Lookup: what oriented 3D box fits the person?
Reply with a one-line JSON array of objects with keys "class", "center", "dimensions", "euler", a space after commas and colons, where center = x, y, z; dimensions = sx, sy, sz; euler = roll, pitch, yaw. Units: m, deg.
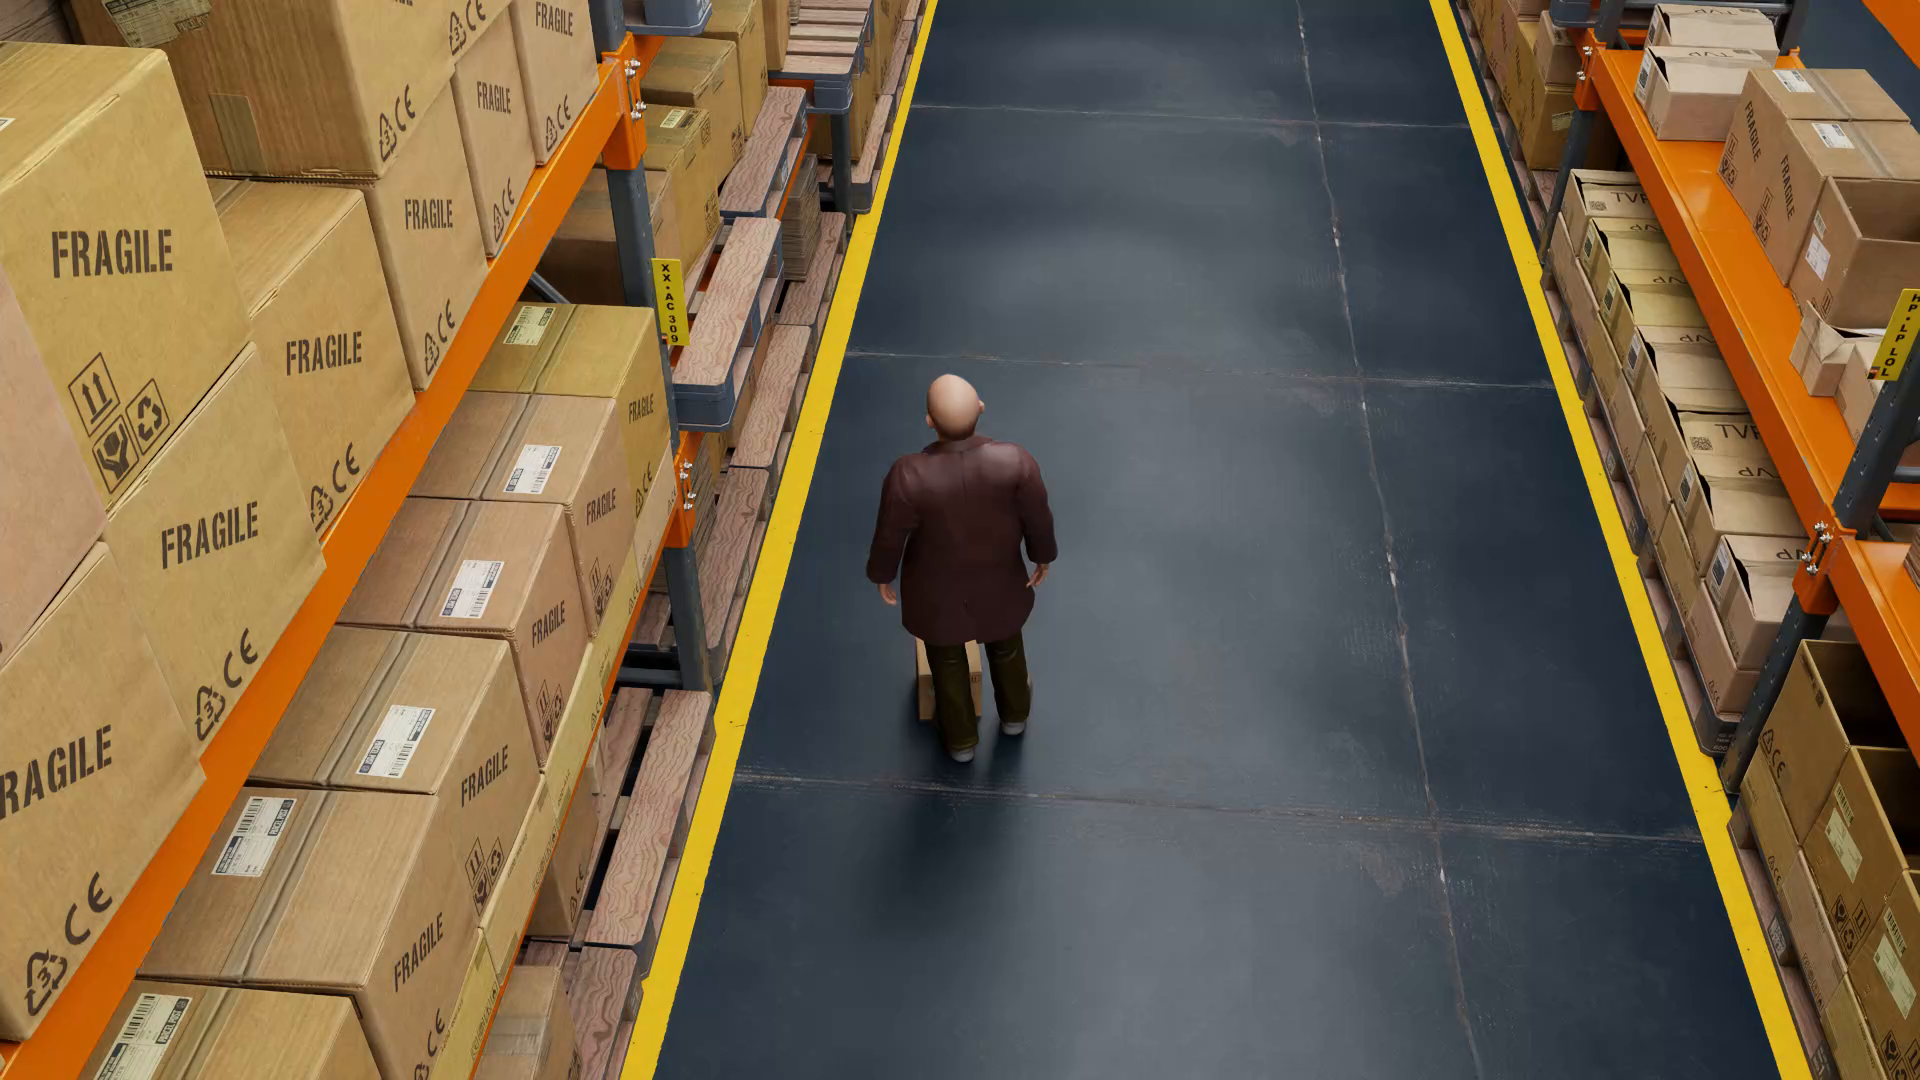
[{"class": "person", "center": [-0.001, 0.066, 6.073], "dimensions": [0.698, 1.778, 0.580], "euler": [-4, 40, -5]}]
